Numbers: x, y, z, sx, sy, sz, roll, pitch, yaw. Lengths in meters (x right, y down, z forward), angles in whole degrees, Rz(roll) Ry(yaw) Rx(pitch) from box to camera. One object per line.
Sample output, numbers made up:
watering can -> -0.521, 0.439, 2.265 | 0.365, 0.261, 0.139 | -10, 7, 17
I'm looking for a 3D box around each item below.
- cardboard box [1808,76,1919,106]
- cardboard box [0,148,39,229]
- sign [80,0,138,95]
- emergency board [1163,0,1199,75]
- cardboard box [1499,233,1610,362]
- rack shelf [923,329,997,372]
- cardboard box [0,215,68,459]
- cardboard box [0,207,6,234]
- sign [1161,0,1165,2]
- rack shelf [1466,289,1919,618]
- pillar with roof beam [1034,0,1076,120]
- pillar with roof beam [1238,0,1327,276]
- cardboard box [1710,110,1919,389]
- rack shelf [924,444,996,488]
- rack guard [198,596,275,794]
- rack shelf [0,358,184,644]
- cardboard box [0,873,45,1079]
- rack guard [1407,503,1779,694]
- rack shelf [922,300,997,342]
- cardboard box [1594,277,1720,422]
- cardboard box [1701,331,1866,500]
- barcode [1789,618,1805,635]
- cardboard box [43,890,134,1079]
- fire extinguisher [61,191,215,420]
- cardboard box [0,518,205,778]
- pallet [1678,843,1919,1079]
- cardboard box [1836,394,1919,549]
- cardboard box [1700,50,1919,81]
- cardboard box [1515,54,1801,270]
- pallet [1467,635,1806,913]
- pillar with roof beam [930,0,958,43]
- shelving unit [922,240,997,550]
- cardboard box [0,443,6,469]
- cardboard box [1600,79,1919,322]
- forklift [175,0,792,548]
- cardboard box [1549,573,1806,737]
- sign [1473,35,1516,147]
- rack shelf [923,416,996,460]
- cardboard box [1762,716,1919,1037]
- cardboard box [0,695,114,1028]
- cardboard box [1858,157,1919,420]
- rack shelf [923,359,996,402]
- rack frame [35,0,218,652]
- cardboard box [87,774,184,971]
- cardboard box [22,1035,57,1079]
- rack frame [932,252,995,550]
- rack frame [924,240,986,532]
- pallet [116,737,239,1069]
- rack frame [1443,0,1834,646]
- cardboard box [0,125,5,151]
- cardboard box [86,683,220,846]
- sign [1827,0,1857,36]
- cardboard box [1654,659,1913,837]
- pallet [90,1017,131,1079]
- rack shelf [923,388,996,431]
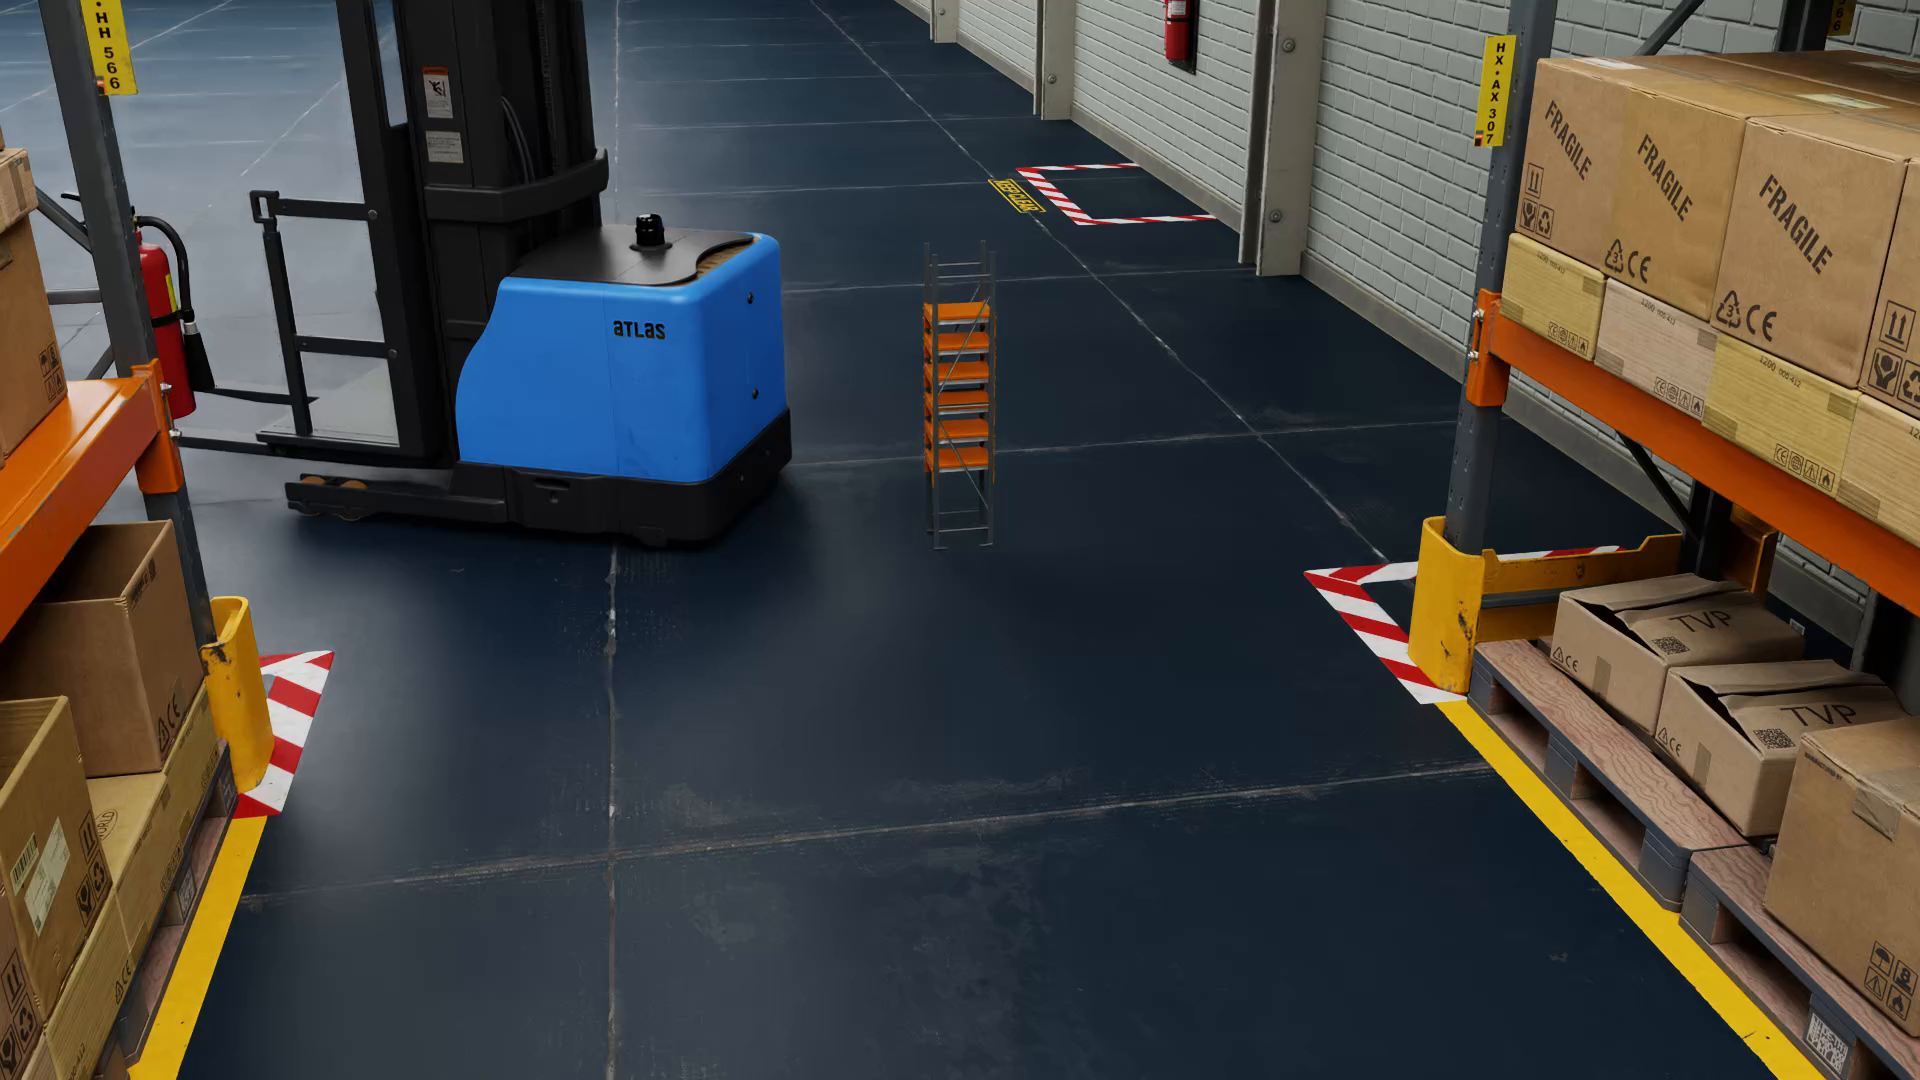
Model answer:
cardboard box -> 2.529, -0.912, 4.316 | 0.500, 0.500, 0.500 | -4, 24, -9
cardboard box -> -2.460, -0.835, 3.979 | 0.380, 0.149, 0.250 | -5, 24, -11
sign -> -2.182, -1.302, 4.241 | 0.100, 0.325, 0.005 | -4, 24, -10
emergency board -> 1.600, -4.120, 12.436 | 0.194, 1.169, 0.643 | -4, 24, -10
cardboard box -> 1.928, -0.721, 4.817 | 0.500, 0.250, 0.500 | -5, 24, -11
rack shelf -> -0.003, -0.735, 6.445 | 0.258, 0.103, 0.180 | -4, 24, -10
cardboard box -> -2.644, -0.490, 3.998 | 0.700, 0.500, 0.500 | -4, 24, -10
cardboard box -> -2.410, -0.732, 3.744 | 0.380, 0.149, 0.250 | -4, 24, -8
sign -> 1.600, -4.362, 12.944 | 0.001, 0.329, 0.234 | -4, 24, -10
rack shelf -> 2.520, 0.120, 3.627 | 1.077, 0.370, 4.000 | -4, 24, -10
pillar with roof beam -> -3.320, -7.936, 13.677 | 9.100, 9.000, 0.400 | -4, 24, -10
pillar with roof beam -> -2.211, -5.576, 8.273 | 9.100, 9.000, 0.400 | -4, 24, -10
cardboard box -> 2.114, -0.672, 3.766 | 0.500, 0.500, 0.500 | -5, 24, -11
rack shelf -> -0.003, -0.295, 6.637 | 0.258, 0.103, 0.180 | -4, 24, -10
rack guard -> -2.722, 0.508, 4.963 | 1.175, 0.500, 0.348 | -4, 24, -10
rack shelf -> -2.348, 0.488, 2.784 | 1.077, 0.370, 4.000 | -4, 24, -10
cardboard box -> -2.036, 0.873, 2.976 | 0.500, 0.500, 0.500 | -4, 24, -10
rack guard -> 2.164, 0.179, 5.716 | 1.175, 0.500, 0.348 | -4, 24, -10
rack shelf -> -0.003, -0.845, 6.397 | 0.258, 0.103, 0.180 | -4, 24, -10
cardboard box -> 2.038, -0.518, 4.351 | 0.500, 0.250, 0.500 | -5, 24, -11
cardboard box -> 2.126, -0.317, 3.892 | 0.500, 0.250, 0.500 | -5, 24, -11
barcode -> 2.586, 0.286, 5.145 | 0.001, 0.075, 0.075 | -4, 24, -10
cardboard box -> -2.130, 1.021, 3.576 | 0.500, 0.250, 0.500 | -4, 24, -10
fire extinguisher -> -2.283, -0.674, 4.642 | 0.296, 0.674, 0.183 | -4, 24, -10
cardboard box -> -2.326, 0.284, 4.325 | 0.500, 0.500, 0.500 | -4, 24, -10
pallet -> 2.502, 1.112, 3.939 | 1.003, 0.211, 1.213 | -4, 24, -10
cardboard box -> 2.218, -0.118, 3.436 | 0.500, 0.250, 0.500 | -4, 24, -9
cardboard box -> 2.446, -1.111, 4.771 | 0.500, 0.500, 0.500 | -5, 24, -10
cardboard box -> 1.943, -1.071, 4.679 | 0.500, 0.500, 0.500 | -4, 24, -10
pallet -> 2.279, 0.633, 5.036 | 1.003, 0.211, 1.213 | -4, 24, -10
pillar with roof beam -> -4.430, -10.296, 19.081 | 9.100, 9.000, 0.400 | -4, 24, -10
shelving unit -> -0.003, -0.556, 6.523 | 0.258, 1.200, 0.189 | -4, 24, -10
cardboard box -> -2.542, -0.283, 3.526 | 0.700, 0.500, 0.500 | -4, 24, -8
cardboard box -> 2.024, -0.875, 4.232 | 0.500, 0.500, 0.500 | -4, 24, -10
forklift -> -2.323, -1.618, 6.794 | 3.031, 2.935, 1.130 | 6, 24, 13
cardboard box -> 2.189, 0.313, 5.096 | 0.500, 0.311, 0.500 | -7, 25, -16
sign -> 1.617, -1.353, 5.019 | 0.100, 0.325, 0.005 | -4, 24, -10
rack shelf -> -0.003, -0.405, 6.589 | 0.258, 0.103, 0.180 | -4, 24, -10
cardboard box -> 2.381, 0.743, 3.875 | 0.700, 0.500, 0.500 | -6, 24, -13
cardboard box -> -2.127, 0.677, 3.427 | 0.500, 0.500, 0.500 | -4, 24, -10
cardboard box -> 2.221, -0.470, 3.303 | 0.500, 0.500, 0.500 | -4, 24, -8
rack shelf -> -0.003, -0.625, 6.493 | 0.258, 0.103, 0.180 | -4, 24, -10
rack frame -> -2.718, -0.628, 4.441 | 1.000, 3.000, 0.127 | -4, 24, -10
cardboard box -> -2.224, 0.824, 4.026 | 0.500, 0.250, 0.500 | -4, 24, -10
cardboard box -> -2.039, 1.217, 3.126 | 0.500, 0.250, 0.500 | -4, 24, -10
rack frame -> 0.014, -0.520, 6.440 | 0.240, 1.200, 0.006 | -4, 24, -10
rack frame -> -0.020, -0.592, 6.605 | 0.240, 1.200, 0.006 | -4, 24, -10
pallet -> -2.535, 0.947, 4.318 | 1.003, 0.211, 1.213 | -4, 24, -10
rack frame -> 2.150, -0.997, 5.284 | 1.000, 3.000, 0.127 | -4, 24, -10
cardboard box -> -2.634, -1.063, 3.691 | 0.700, 0.500, 0.500 | -4, 24, -10
cardboard box -> -2.328, 0.628, 4.474 | 0.500, 0.250, 0.500 | -4, 24, -10
sign -> 2.699, -1.705, 5.065 | 0.100, 0.325, 0.005 | -4, 24, -10
cardboard box -> 2.295, 0.537, 4.582 | 0.500, 0.311, 0.500 | -2, 24, -5
pallet -> -2.313, 1.426, 3.221 | 1.003, 0.211, 1.213 | -4, 24, -10
rack shelf -> -0.003, -0.515, 6.541 | 0.258, 0.103, 0.180 | -4, 24, -10
